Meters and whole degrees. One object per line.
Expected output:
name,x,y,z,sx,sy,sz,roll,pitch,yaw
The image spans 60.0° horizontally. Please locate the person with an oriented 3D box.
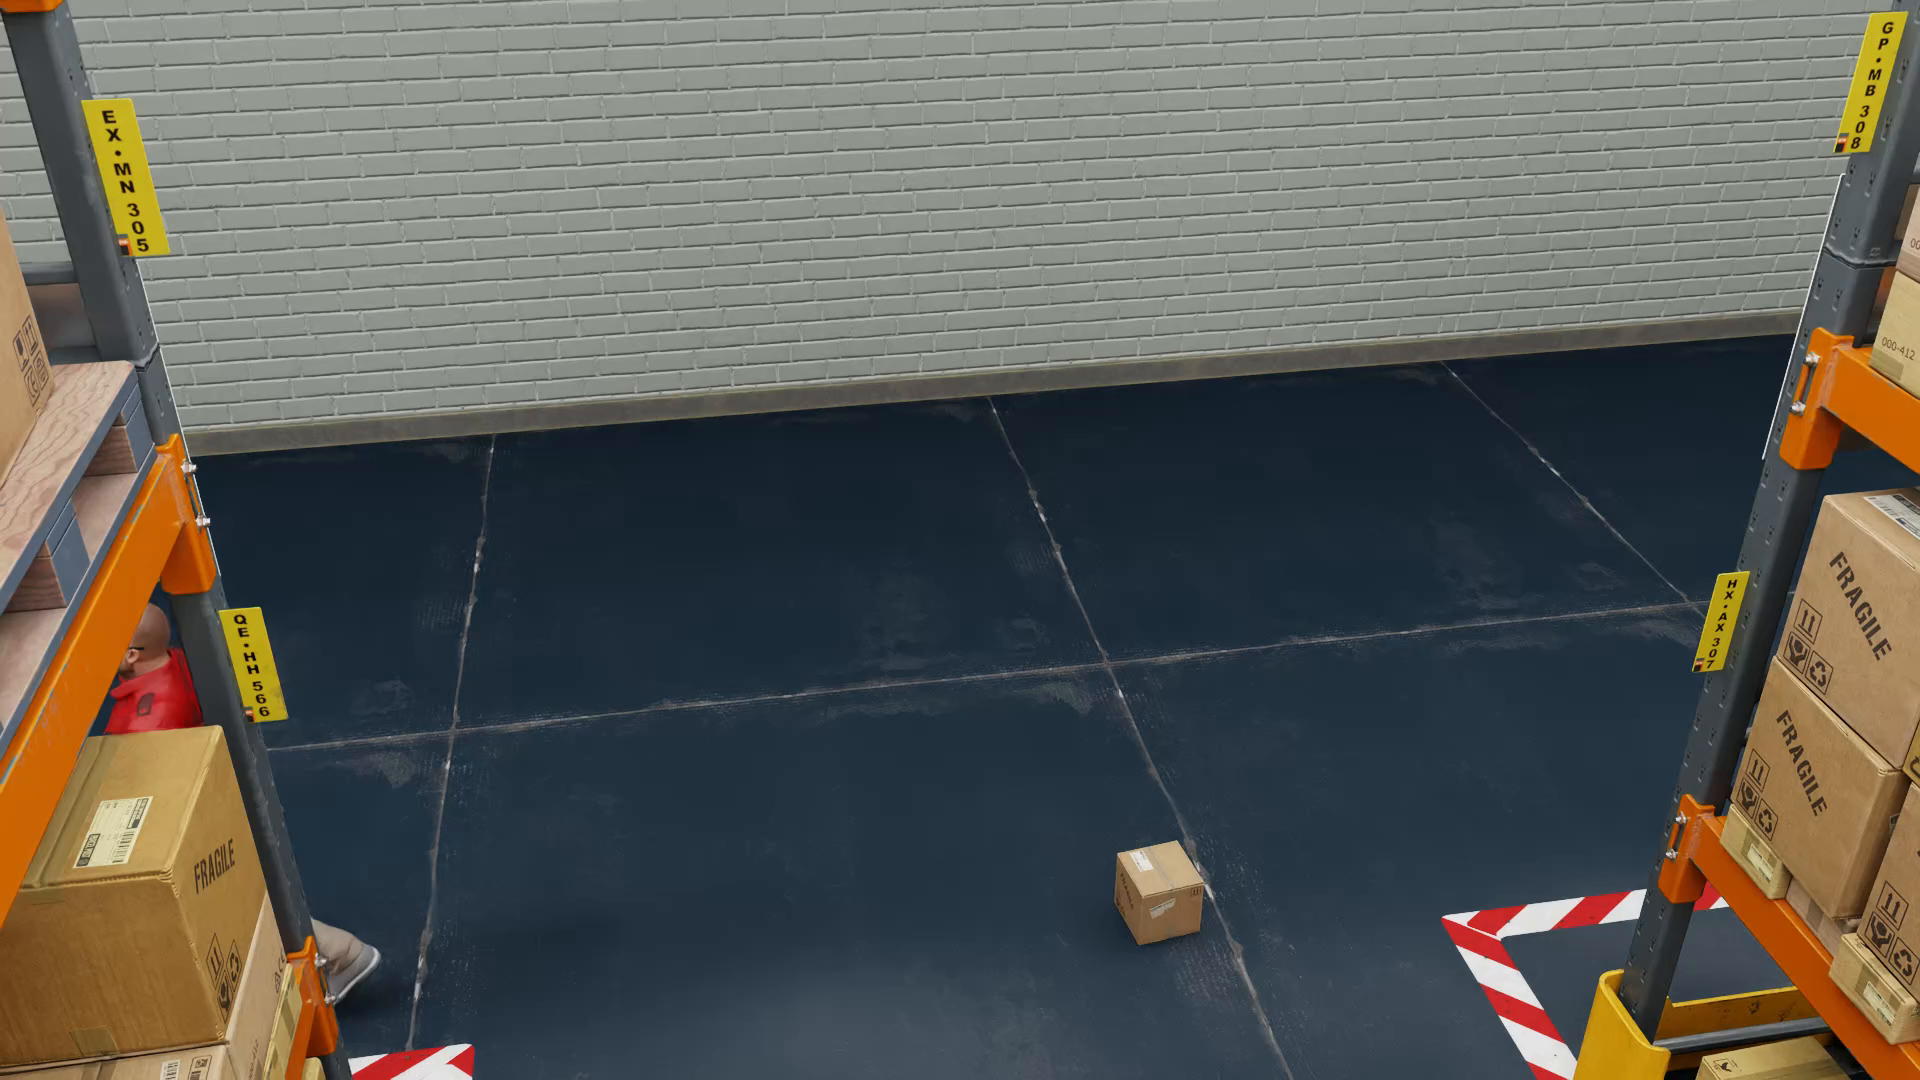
person,-2.591,0.945,5.544,0.998,1.682,0.531,-9,32,-15
